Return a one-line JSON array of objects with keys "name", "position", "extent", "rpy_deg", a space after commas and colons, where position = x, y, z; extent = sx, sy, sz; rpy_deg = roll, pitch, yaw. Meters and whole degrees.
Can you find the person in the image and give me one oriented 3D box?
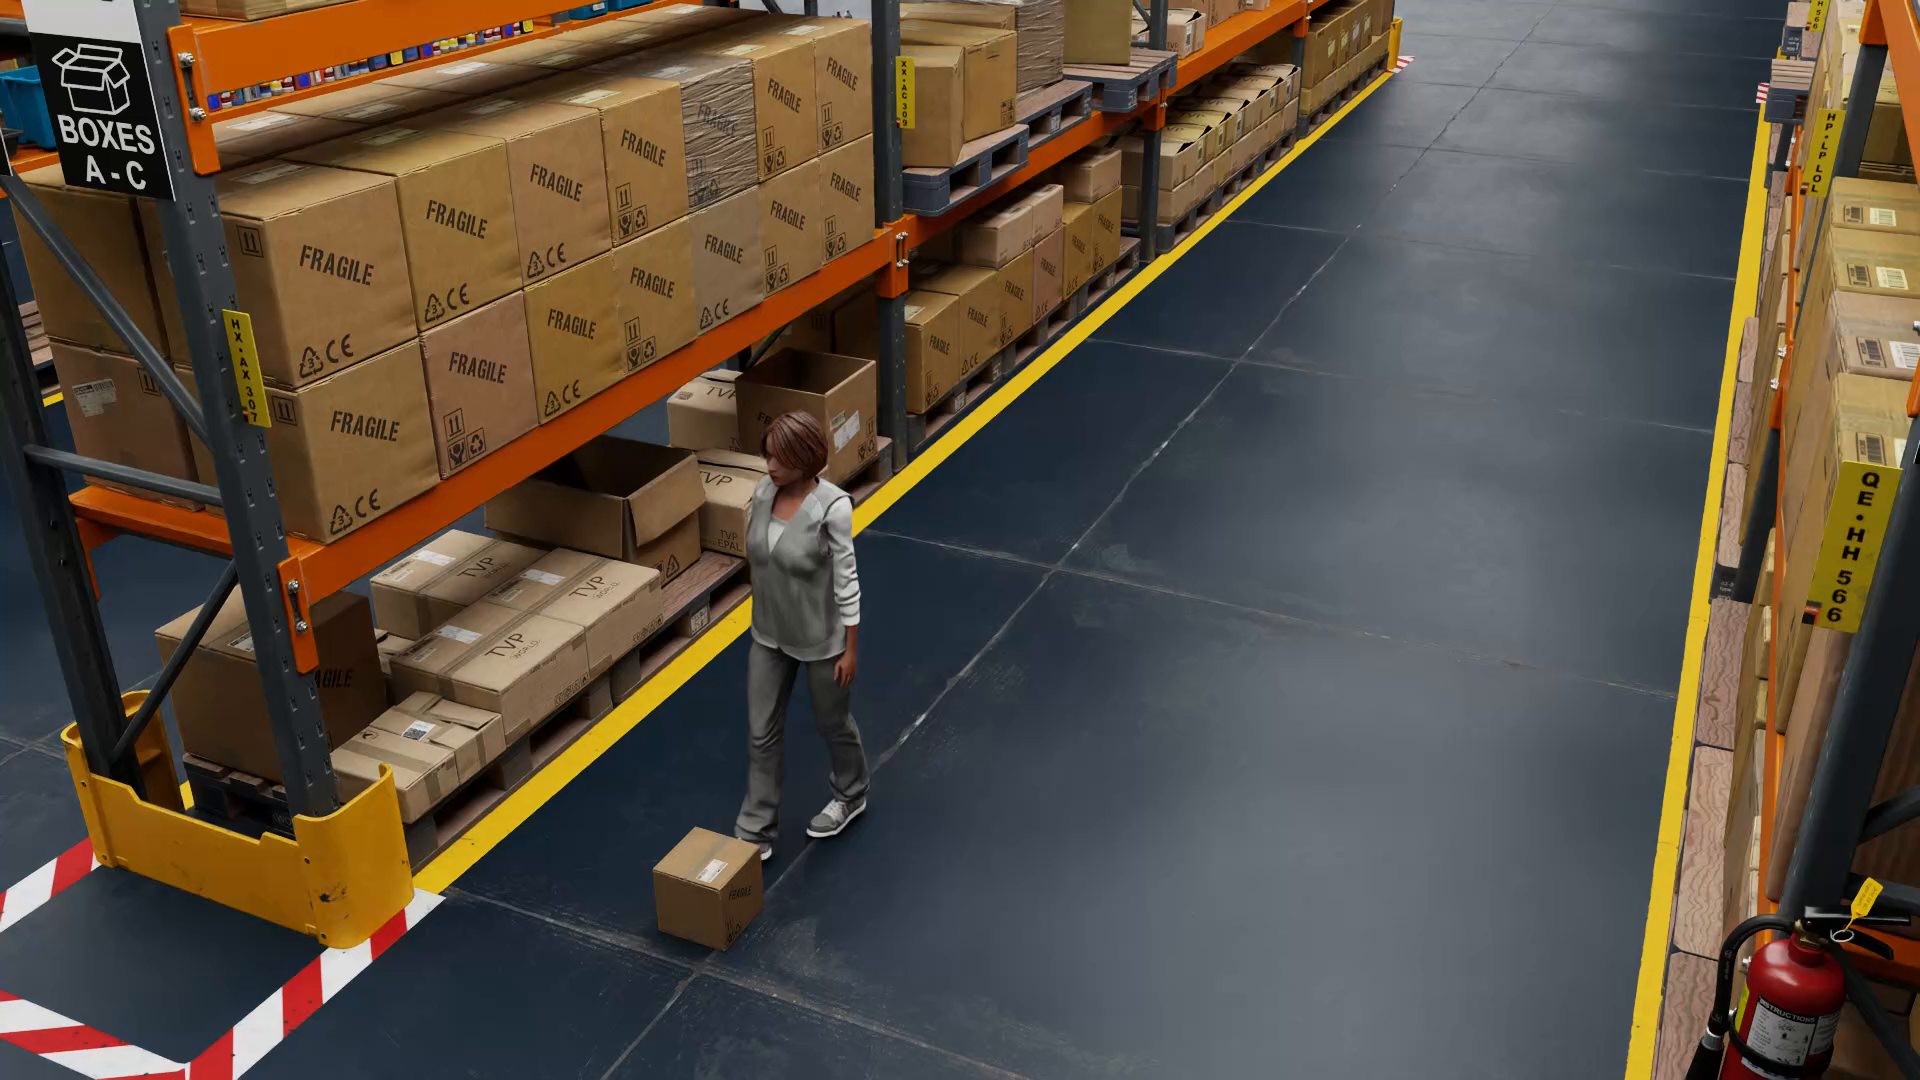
[{"name": "person", "position": [-0.559, 0.356, 5.403], "extent": [0.426, 1.588, 0.679], "rpy_deg": [15, 30, 27]}]
